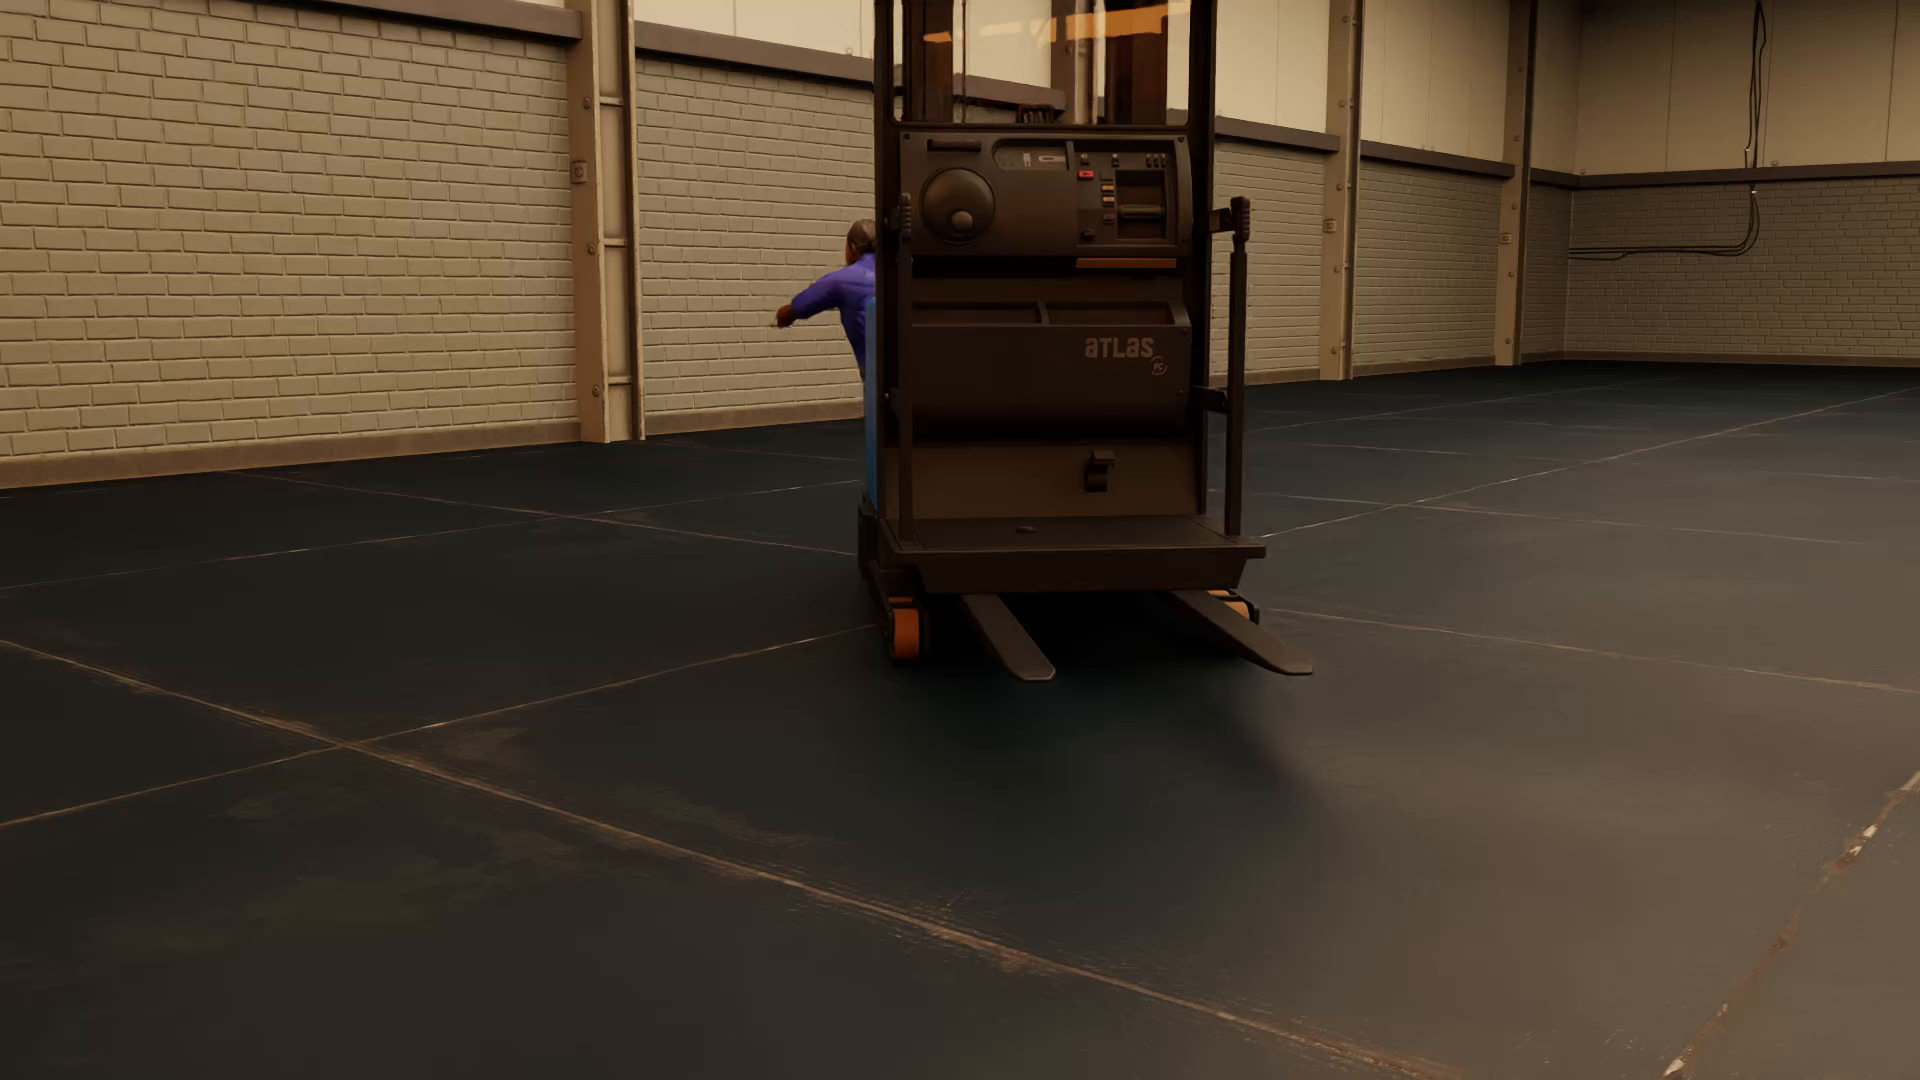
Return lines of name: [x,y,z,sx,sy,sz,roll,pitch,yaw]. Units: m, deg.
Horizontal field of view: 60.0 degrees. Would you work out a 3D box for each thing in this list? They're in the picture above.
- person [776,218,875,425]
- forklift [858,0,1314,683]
person: [-0.254,-0.690,7.314,1.095,1.417,0.878,-4,9,-27]
forklift: [0.300,-1.139,5.069,1.130,2.935,3.031,-1,8,-7]
